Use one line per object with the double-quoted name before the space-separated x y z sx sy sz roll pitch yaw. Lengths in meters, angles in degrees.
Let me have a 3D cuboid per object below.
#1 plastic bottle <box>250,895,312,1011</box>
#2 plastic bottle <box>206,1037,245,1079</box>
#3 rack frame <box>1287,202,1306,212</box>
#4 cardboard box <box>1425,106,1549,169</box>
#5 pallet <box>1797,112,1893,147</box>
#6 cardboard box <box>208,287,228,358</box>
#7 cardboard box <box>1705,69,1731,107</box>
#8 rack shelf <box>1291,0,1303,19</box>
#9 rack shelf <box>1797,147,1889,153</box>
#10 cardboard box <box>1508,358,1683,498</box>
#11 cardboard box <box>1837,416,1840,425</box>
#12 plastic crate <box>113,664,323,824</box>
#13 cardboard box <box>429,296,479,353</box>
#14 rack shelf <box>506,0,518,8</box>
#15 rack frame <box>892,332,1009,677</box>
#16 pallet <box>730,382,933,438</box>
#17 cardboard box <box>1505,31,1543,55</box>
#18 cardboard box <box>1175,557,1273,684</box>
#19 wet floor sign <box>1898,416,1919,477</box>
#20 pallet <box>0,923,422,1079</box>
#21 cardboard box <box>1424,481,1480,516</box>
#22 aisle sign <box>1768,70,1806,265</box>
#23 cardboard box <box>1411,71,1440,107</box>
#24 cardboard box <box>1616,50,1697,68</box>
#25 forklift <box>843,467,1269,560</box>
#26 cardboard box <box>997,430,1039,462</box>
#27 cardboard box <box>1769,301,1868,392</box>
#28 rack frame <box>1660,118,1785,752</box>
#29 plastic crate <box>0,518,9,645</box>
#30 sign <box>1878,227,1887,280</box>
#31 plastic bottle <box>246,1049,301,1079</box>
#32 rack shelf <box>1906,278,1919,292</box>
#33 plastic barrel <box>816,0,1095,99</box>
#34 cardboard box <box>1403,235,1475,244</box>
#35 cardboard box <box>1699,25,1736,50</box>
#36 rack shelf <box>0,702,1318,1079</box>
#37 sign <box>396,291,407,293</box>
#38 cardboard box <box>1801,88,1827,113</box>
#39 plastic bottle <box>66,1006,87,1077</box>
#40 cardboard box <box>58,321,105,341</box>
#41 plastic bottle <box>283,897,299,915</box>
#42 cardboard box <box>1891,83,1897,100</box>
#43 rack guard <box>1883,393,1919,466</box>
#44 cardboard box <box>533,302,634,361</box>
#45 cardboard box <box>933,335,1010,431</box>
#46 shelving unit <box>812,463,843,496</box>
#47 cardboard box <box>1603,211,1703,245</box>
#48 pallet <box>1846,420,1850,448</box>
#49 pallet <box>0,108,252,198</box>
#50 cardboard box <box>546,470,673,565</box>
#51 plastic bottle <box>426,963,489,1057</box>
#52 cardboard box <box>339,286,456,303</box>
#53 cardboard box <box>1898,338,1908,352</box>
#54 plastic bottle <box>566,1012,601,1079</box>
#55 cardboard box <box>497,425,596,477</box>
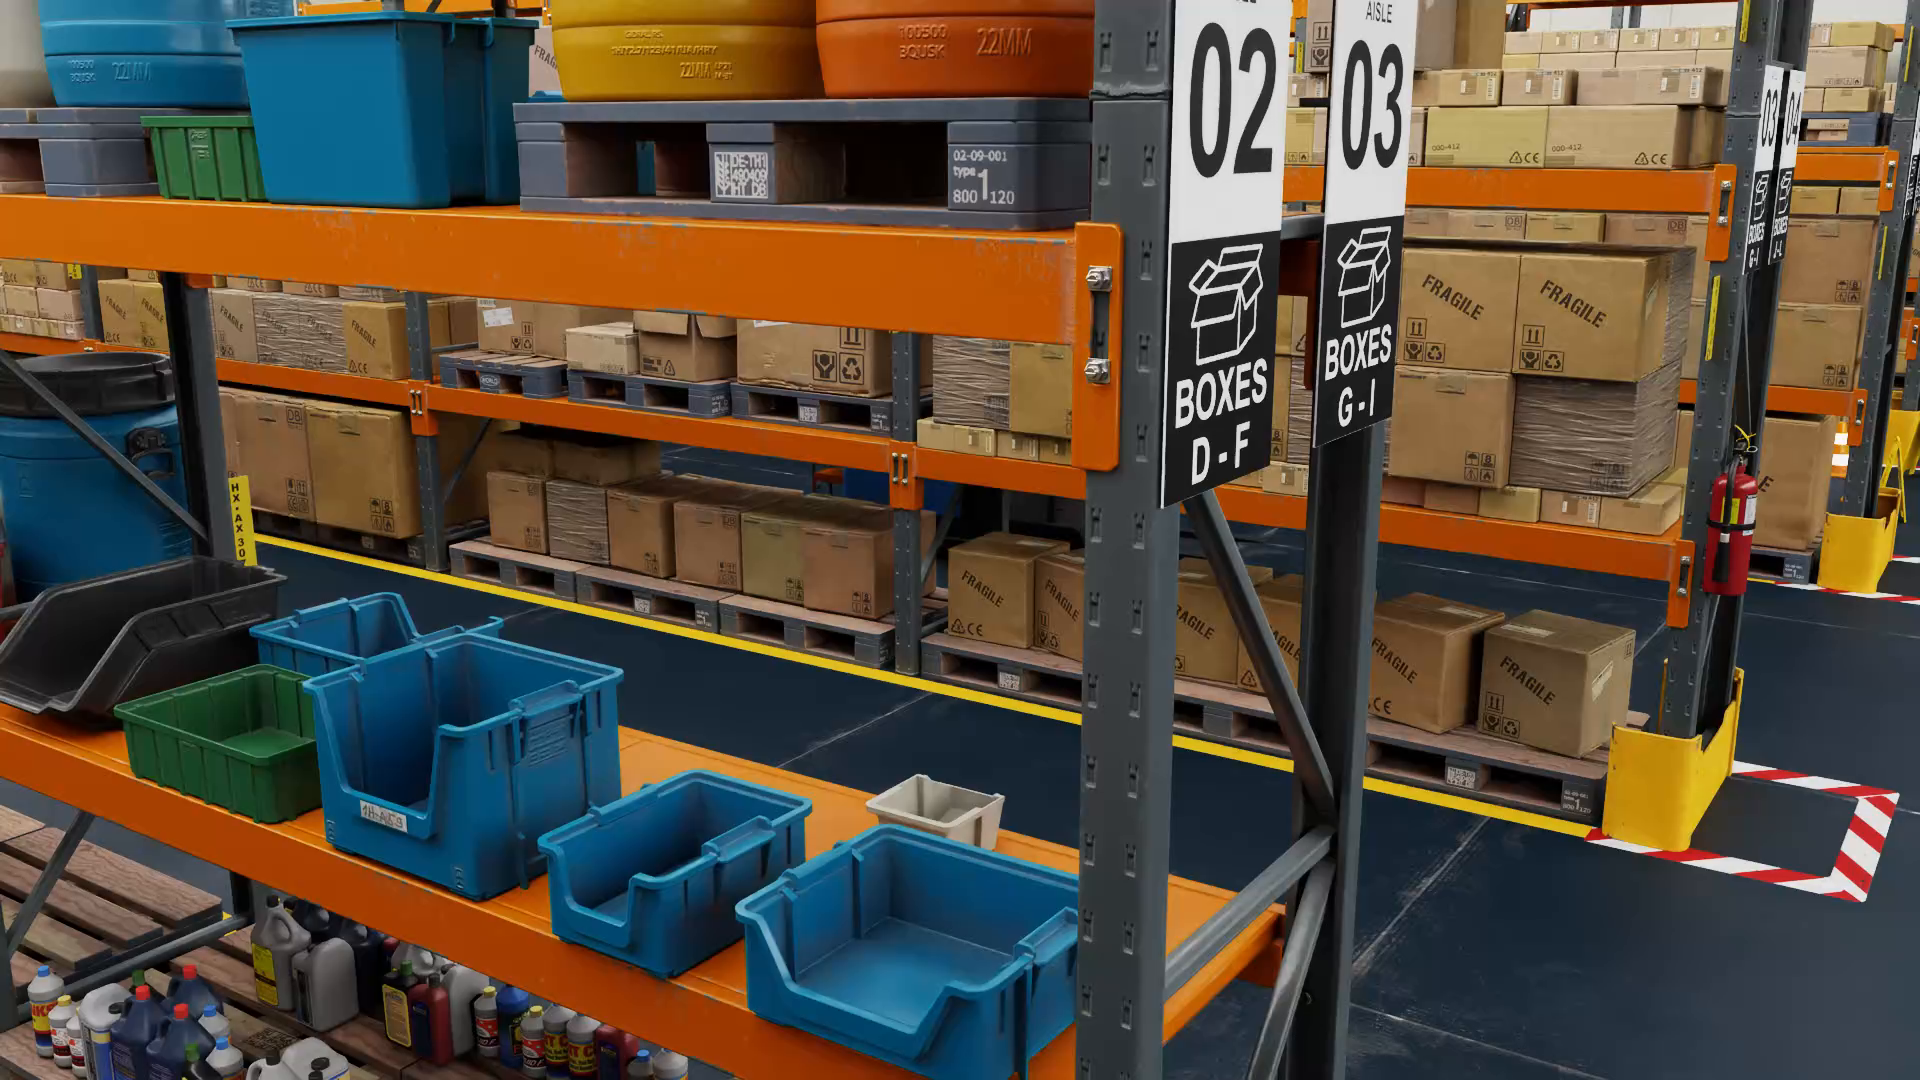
"plastic bottle" -2.184 1.317 5.356 0.185 0.351 0.144 9 17 33
"plastic bottle" -2.061 1.527 4.675 0.097 0.271 0.097 0 14 0
"rack frame" 2.817 -1.775 13.253 0.127 3.000 1.000 9 17 33
"cardboard box" 2.327 -1.727 7.128 0.500 0.250 0.500 9 17 33
"pallet" 5.515 -2.749 11.130 1.213 0.211 1.003 9 17 33
"cardboard box" -5.598 -1.676 12.641 0.500 0.500 0.500 9 16 32
"cardboard box" 3.185 -1.923 7.091 0.250 0.149 0.380 9 17 32
"rack shelf" 1.158 -4.412 13.750 4.000 0.370 1.077 9 17 33
"rack shelf" 7.156 -3.615 15.937 4.000 0.370 1.077 9 17 33
"cardboard box" 2.843 -0.536 7.418 0.500 0.500 0.875 9 17 33
"cardboard box" 7.974 -1.167 15.642 0.500 0.250 0.500 9 17 33
"plastic crate" -1.830 0.529 4.386 0.662 0.188 0.450 9 17 33
"cardboard box" -3.605 -1.504 11.950 0.500 0.500 0.500 10 17 34
"rack shelf" -1.694 -3.437 9.810 4.000 0.370 1.077 9 17 33
"rack frame" -0.035 -0.800 9.313 0.127 3.000 1.000 9 17 33
"pallet" -0.588 -0.838 9.867 1.213 0.211 1.003 9 17 33
"cardboard box" 3.986 -3.462 11.605 0.250 0.149 0.380 9 17 33
"cardboard box" 1.313 0.414 8.737 0.500 0.500 0.500 8 16 28
"wet floor sign" 8.376 -0.858 14.446 0.267 0.644 0.232 -10 17 -35
"pallet" -2.265 1.639 5.261 1.213 0.211 1.003 9 17 33
"cardboard box" 2.291 -0.232 7.542 0.250 0.149 0.380 9 17 33
"aisle sign" 3.503 -1.577 7.042 0.004 0.787 0.394 9 17 33
"cardboard box" 2.084 -1.976 7.301 0.250 0.149 0.380 9 17 33
"cardboard box" 4.744 -3.164 11.230 0.500 0.250 0.500 9 17 32
"forklift" 0.654 -1.327 11.583 3.031 2.935 1.130 8 16 30
"cardboard box" 0.399 -0.525 8.725 0.250 0.149 0.380 9 17 33
"cardboard box" 5.803 -1.353 11.233 0.550 0.550 0.875 9 17 33
"rack frame" 3.284 -0.264 7.146 0.127 3.000 1.000 9 17 33
"plastic crate" -3.372 0.152 5.332 0.583 0.464 0.402 9 17 33
"sign" 5.822 -1.810 10.489 0.005 0.325 0.100 9 17 33
"plastic bottle" -1.851 1.533 4.485 0.185 0.351 0.144 9 17 32
"rack shelf" 9.923 -3.149 20.298 4.000 0.370 1.077 9 17 33
"plastic barrel" 0.046 -1.184 2.855 0.708 0.830 0.600 9 17 33
"cardboard box" 2.153 -1.205 8.042 0.500 0.500 0.500 9 17 33
"cardboard box" 5.033 -3.293 10.921 0.250 0.149 0.380 10 17 34
"rack shelf" -1.139 0.805 4.326 4.000 0.370 1.077 9 17 33
"sign" -3.661 -1.787 10.892 0.005 0.325 0.100 9 17 33
"cardboard box" 5.463 -2.837 10.738 0.250 0.149 0.380 9 17 33
"plastic bottle" -2.611 1.490 4.971 0.097 0.201 0.097 0 14 0
"cardboard box" -7.109 -1.727 13.578 0.250 0.149 0.380 9 17 33
"plastic bottle" -2.216 1.291 5.602 0.133 0.283 0.061 10 17 36
"cardboard box" 8.370 -3.947 14.647 0.250 0.149 0.380 9 17 33
"rack guard" 8.752 -1.036 15.469 0.348 0.500 1.175 9 17 33
"cardboard box" -2.364 -1.470 10.935 0.500 0.500 0.700 12 19 41
"cardboard box" 0.304 -0.920 8.972 0.500 0.500 0.875 9 17 33
"shelving unit" -0.858 -0.709 12.691 0.503 1.200 0.258 8 16 30
"cardboard box" 4.953 -2.051 11.807 0.550 0.550 0.875 9 17 33
"pallet" 8.098 -1.012 15.973 1.213 0.211 1.003 9 17 33
"pallet" -2.146 -1.100 4.674 1.003 0.211 1.213 9 17 33
"cardboard box" -2.319 -0.179 11.090 0.500 0.500 0.700 8 16 28
"plastic bottle" -1.544 1.417 5.111 0.135 0.276 0.152 10 17 34
"cardboard box" -3.952 -1.973 11.756 0.637 0.503 0.797 10 17 35
"cardboard box" 11.004 -2.345 19.360 0.500 0.250 0.500 9 16 32
"plastic bottle" -1.095 1.483 4.850 0.097 0.271 0.097 0 14 0
"cardboard box" -2.781 -0.617 11.298 0.500 0.250 0.500 10 17 35
